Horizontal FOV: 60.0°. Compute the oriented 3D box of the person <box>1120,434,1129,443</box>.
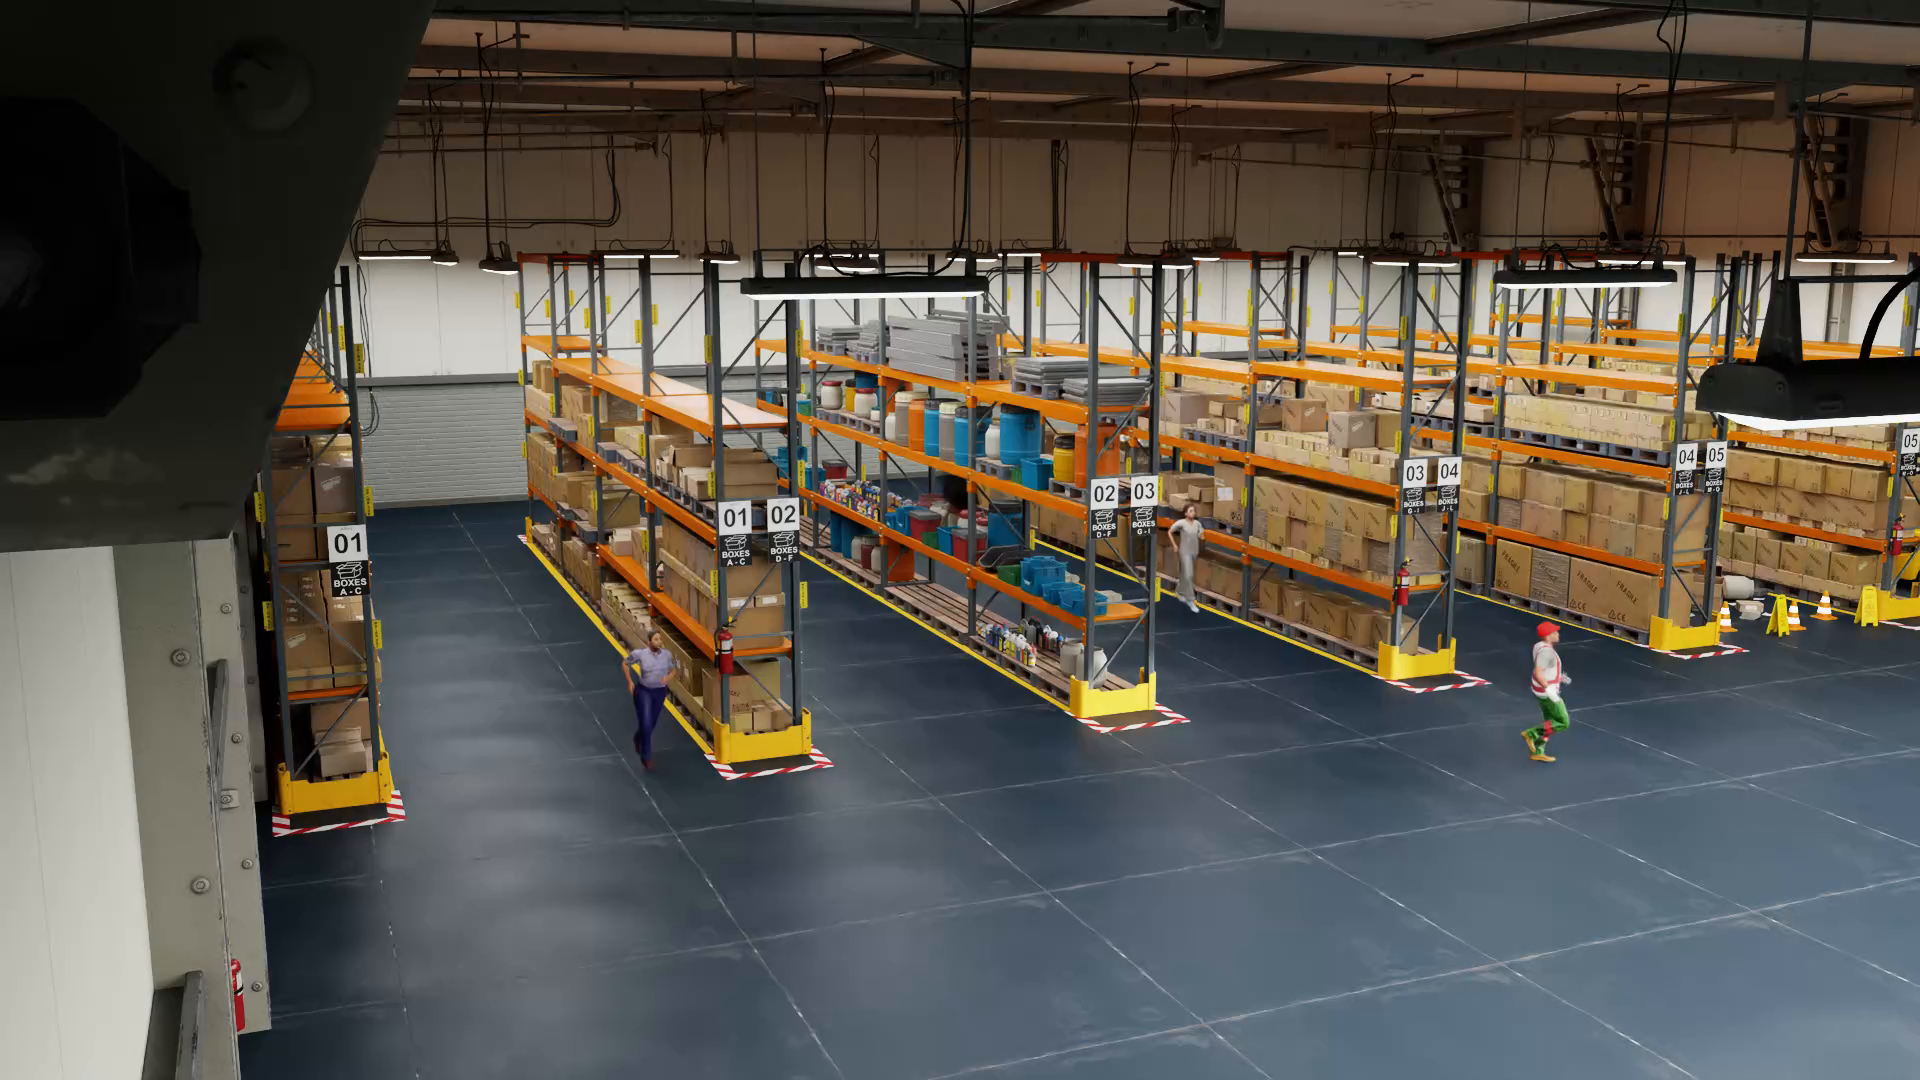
[{"bbox_3d":[4.078,-2.008,41.195,0.708,1.777,0.730,-7,12,-33],"label":"person"}]

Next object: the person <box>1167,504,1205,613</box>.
[{"bbox_3d":[3.743,0.265,27.271,0.541,1.736,0.776,-6,12,-30],"label":"person"}]

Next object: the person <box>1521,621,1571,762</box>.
[{"bbox_3d":[7.124,1.842,20.174,0.590,1.739,0.664,2,10,9],"label":"person"}]

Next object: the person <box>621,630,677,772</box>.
[{"bbox_3d":[-3.739,1.906,20.197,0.620,1.680,0.833,-7,12,-33],"label":"person"}]
